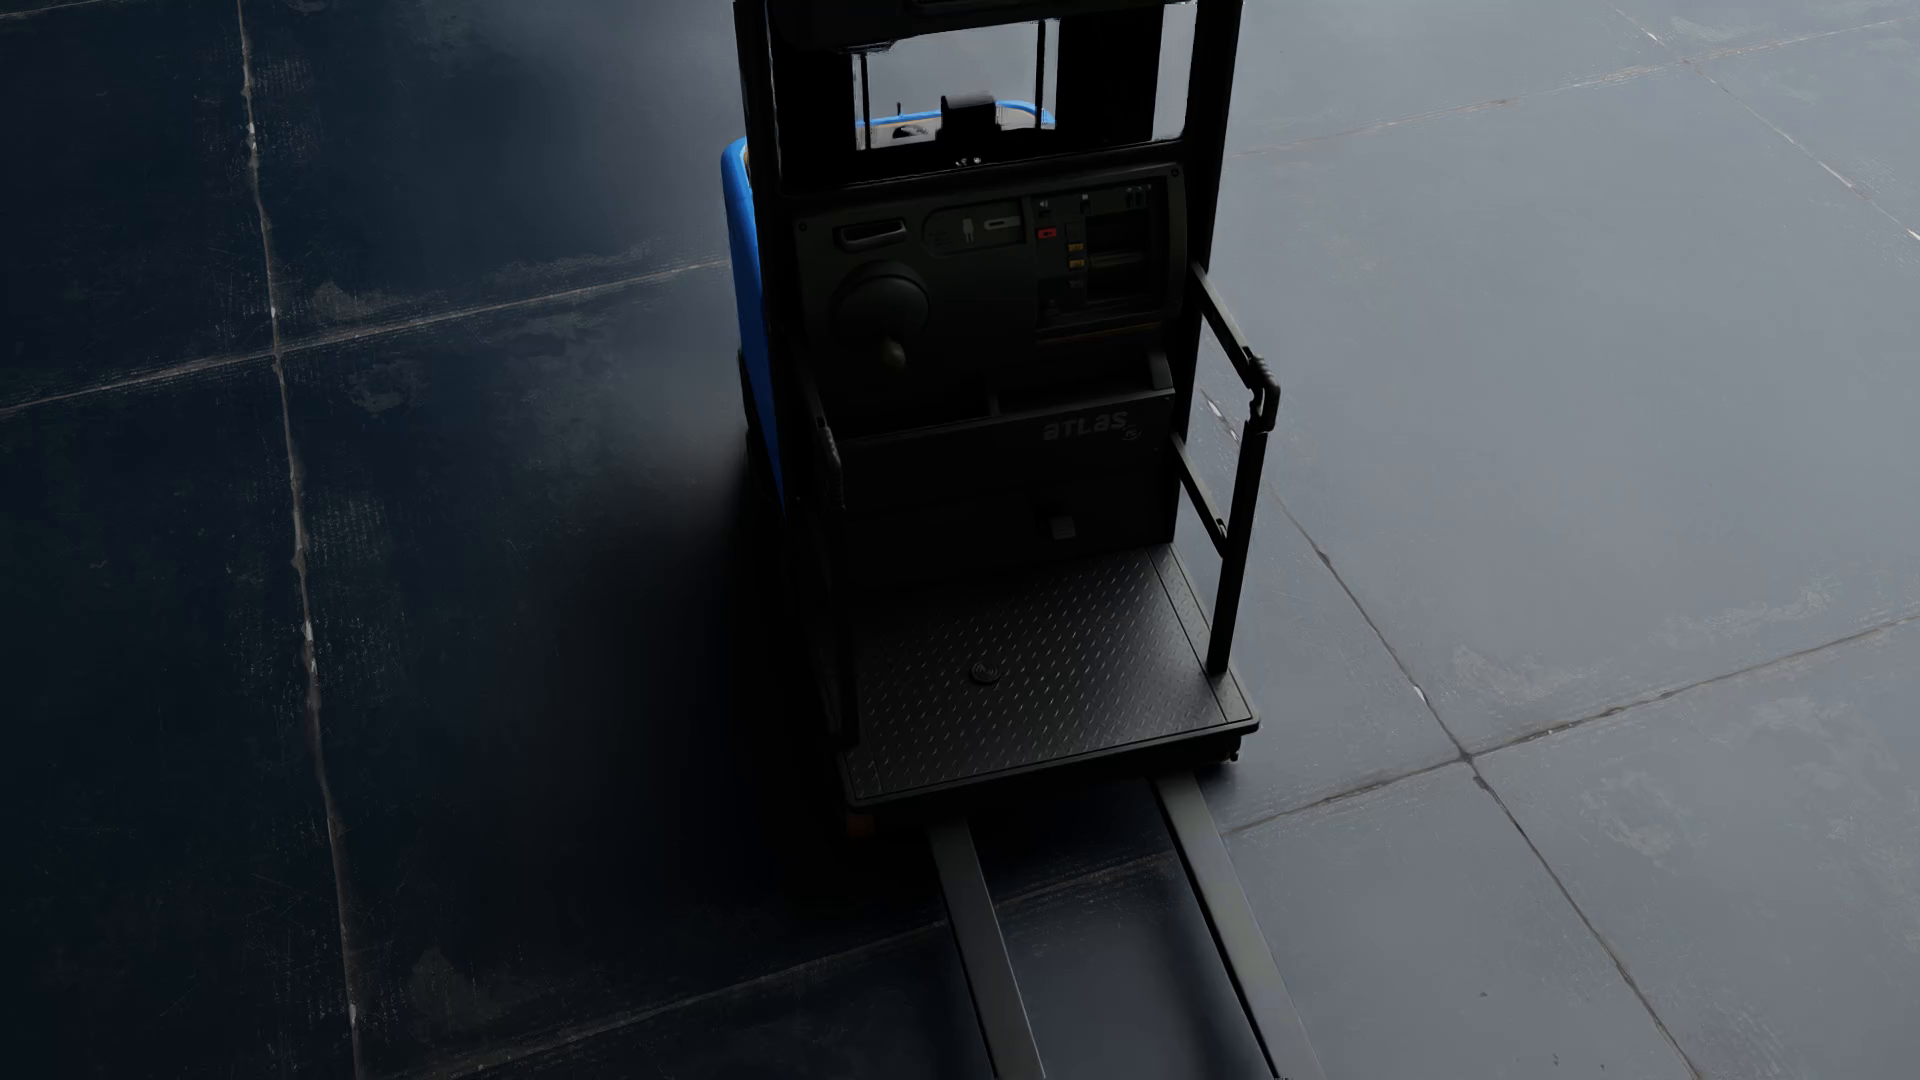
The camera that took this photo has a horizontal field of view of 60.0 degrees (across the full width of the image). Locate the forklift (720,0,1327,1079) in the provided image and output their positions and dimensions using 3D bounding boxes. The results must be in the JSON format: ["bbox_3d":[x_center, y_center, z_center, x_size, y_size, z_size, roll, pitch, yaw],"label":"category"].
[{"bbox_3d":[0.136,-0.544,3.723,1.130,2.935,3.031,-10,46,-10],"label":"forklift"}]

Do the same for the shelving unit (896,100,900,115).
[{"bbox_3d":[-0.262,-0.999,5.600,0.210,0.900,0.258,-12,43,-11],"label":"shelving unit"}]

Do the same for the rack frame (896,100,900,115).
[{"bbox_3d":[-0.164,-1.019,5.620,0.006,0.900,0.240,-12,43,-11],"label":"rack frame"}]
